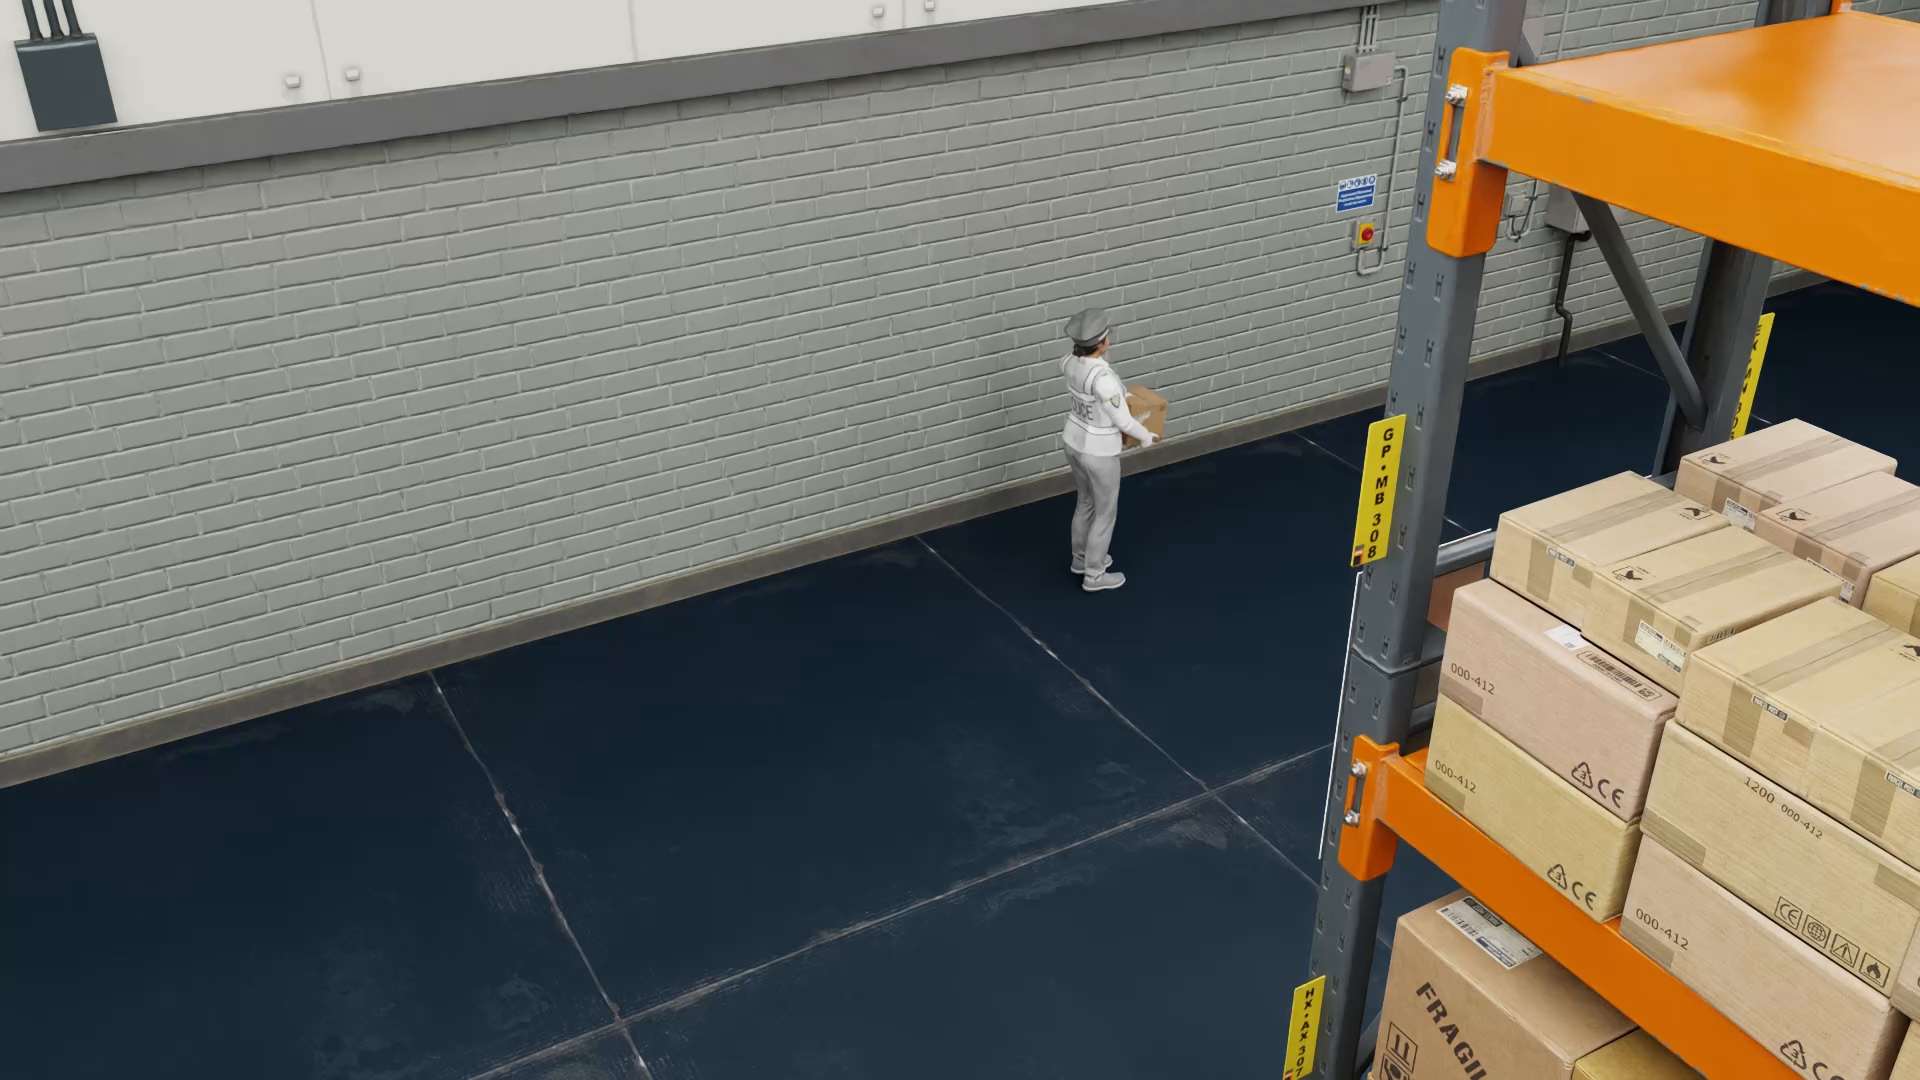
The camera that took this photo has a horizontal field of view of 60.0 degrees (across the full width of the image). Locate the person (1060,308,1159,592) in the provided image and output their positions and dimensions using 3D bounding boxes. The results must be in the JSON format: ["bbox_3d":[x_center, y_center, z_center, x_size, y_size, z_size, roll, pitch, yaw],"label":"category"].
[{"bbox_3d":[0.831,-0.527,9.478,0.539,1.690,0.457,-16,33,-26],"label":"person"}]
